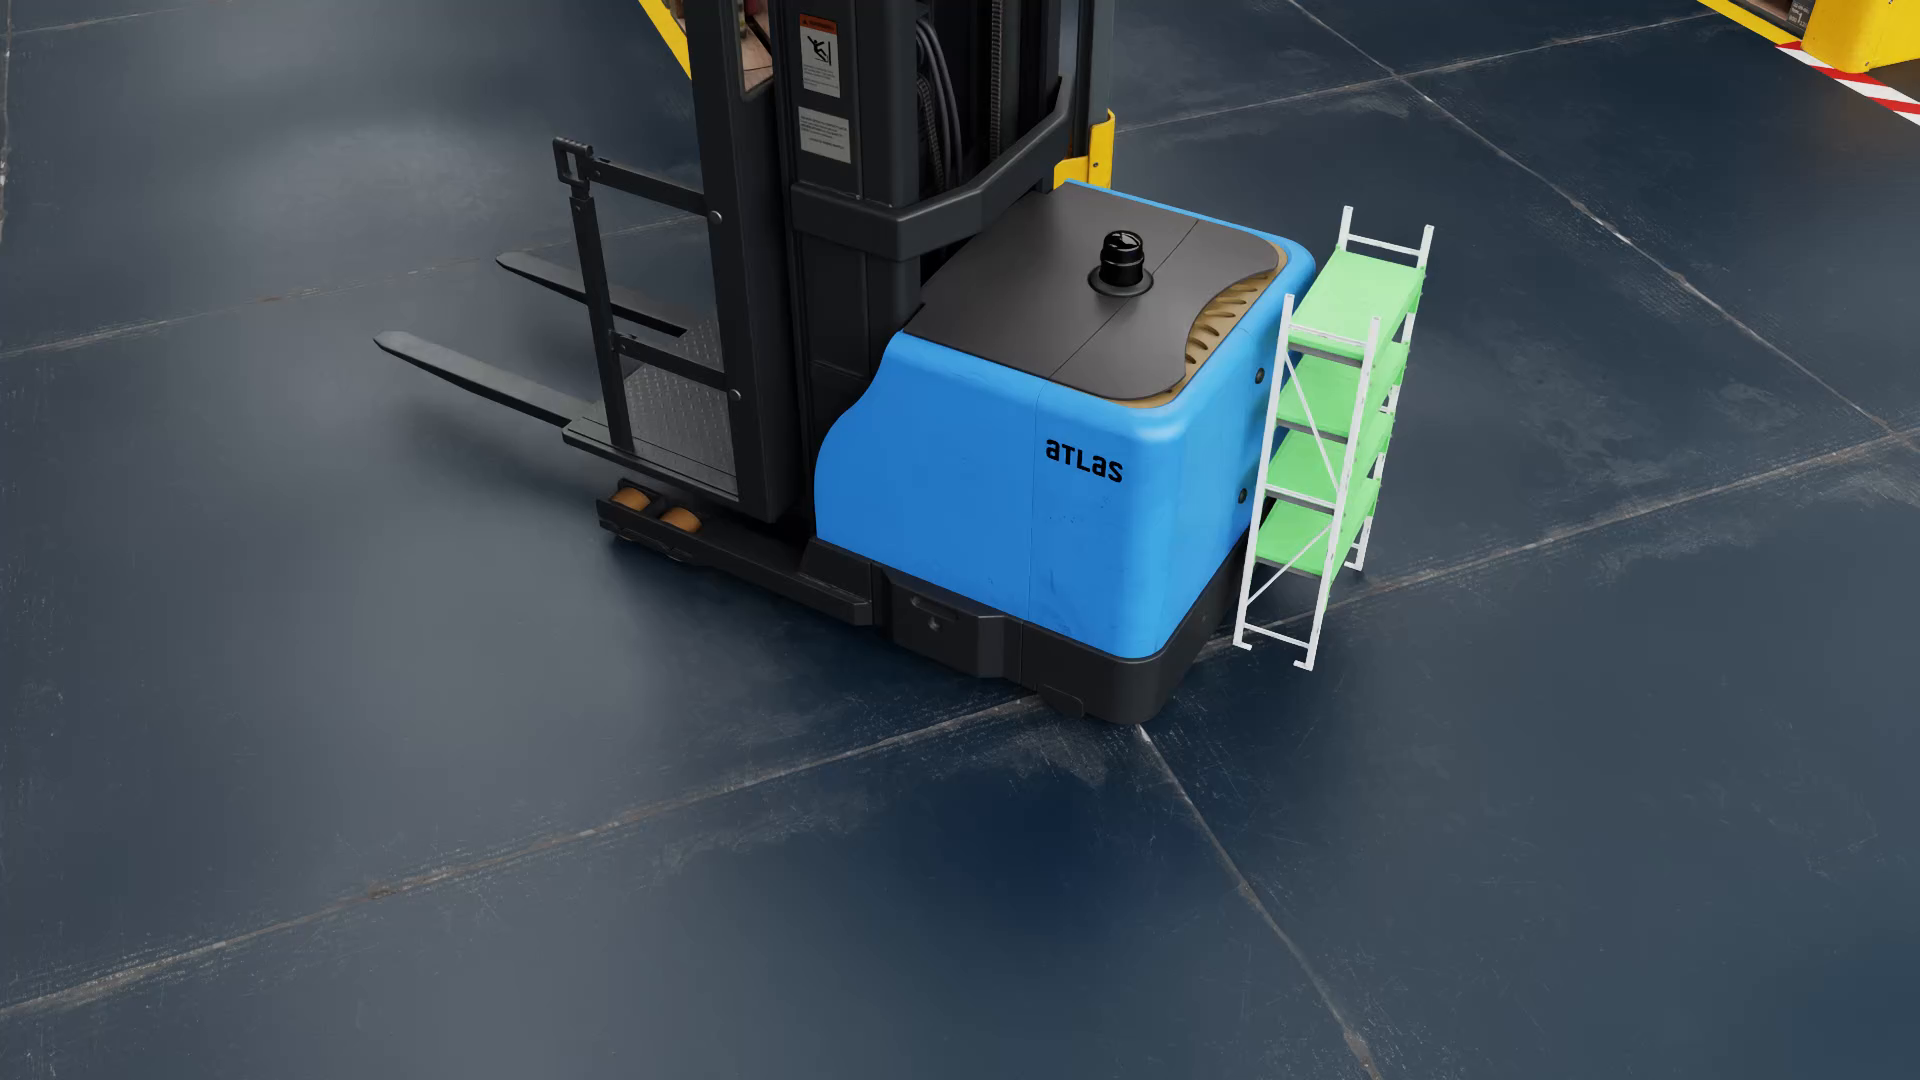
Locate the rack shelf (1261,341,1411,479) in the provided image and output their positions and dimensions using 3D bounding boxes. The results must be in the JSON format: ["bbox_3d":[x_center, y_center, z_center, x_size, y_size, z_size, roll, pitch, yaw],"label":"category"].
[{"bbox_3d":[1.024,-0.391,4.515,0.258,0.148,0.480,18,44,20],"label":"rack shelf"}]

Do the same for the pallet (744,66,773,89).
[{"bbox_3d":[-0.299,-1.746,7.119,1.003,0.211,1.213,-15,43,-17],"label":"pallet"}]

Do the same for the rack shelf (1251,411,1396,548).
[{"bbox_3d":[1.024,-0.209,4.671,0.258,0.148,0.480,18,44,20],"label":"rack shelf"}]

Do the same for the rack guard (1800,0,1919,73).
[{"bbox_3d":[4.627,-2.612,7.904,1.175,0.500,0.348,-15,43,-17],"label":"rack guard"}]

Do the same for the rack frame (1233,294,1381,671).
[{"bbox_3d":[0.913,-0.116,4.465,0.240,1.200,0.015,18,44,20],"label":"rack frame"}]

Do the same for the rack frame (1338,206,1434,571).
[{"bbox_3d":[1.135,-0.399,4.794,0.240,1.200,0.015,18,44,20],"label":"rack frame"}]

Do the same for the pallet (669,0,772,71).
[{"bbox_3d":[-0.762,-2.480,7.972,1.003,0.211,1.213,-15,43,-17],"label":"pallet"}]

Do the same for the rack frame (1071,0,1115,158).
[{"bbox_3d":[0.080,-2.279,5.599,1.000,3.000,0.127,-15,43,-17],"label":"rack frame"}]

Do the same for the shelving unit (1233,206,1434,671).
[{"bbox_3d":[1.024,-0.258,4.629,0.258,1.200,0.503,18,44,20],"label":"shelving unit"}]

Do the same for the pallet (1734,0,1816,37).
[{"bbox_3d":[4.349,-3.001,8.578,1.003,0.211,1.213,-15,43,-17],"label":"pallet"}]

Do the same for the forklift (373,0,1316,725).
[{"bbox_3d":[-0.543,-1.320,4.537,3.031,2.935,1.130,21,45,23],"label":"forklift"}]

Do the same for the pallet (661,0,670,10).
[{"bbox_3d":[-1.232,-3.216,8.828,1.003,0.211,1.213,-15,43,-17],"label":"pallet"}]

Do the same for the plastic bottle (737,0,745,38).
[{"bbox_3d":[-1.028,-2.381,7.527,0.097,0.201,0.097,0,41,0],"label":"plastic bottle"}]

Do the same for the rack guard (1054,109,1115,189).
[{"bbox_3d":[0.007,-1.365,6.454,1.175,0.500,0.348,-15,43,-17],"label":"rack guard"}]

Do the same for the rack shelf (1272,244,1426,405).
[{"bbox_3d":[1.024,-0.573,4.358,0.258,0.148,0.480,18,44,20],"label":"rack shelf"}]

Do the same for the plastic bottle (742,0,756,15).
[{"bbox_3d":[-1.001,-2.598,7.717,0.061,0.283,0.133,-15,43,-17],"label":"plastic bottle"}]

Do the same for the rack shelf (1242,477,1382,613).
[{"bbox_3d":[1.024,-0.027,4.828,0.258,0.148,0.480,18,44,20],"label":"rack shelf"}]
